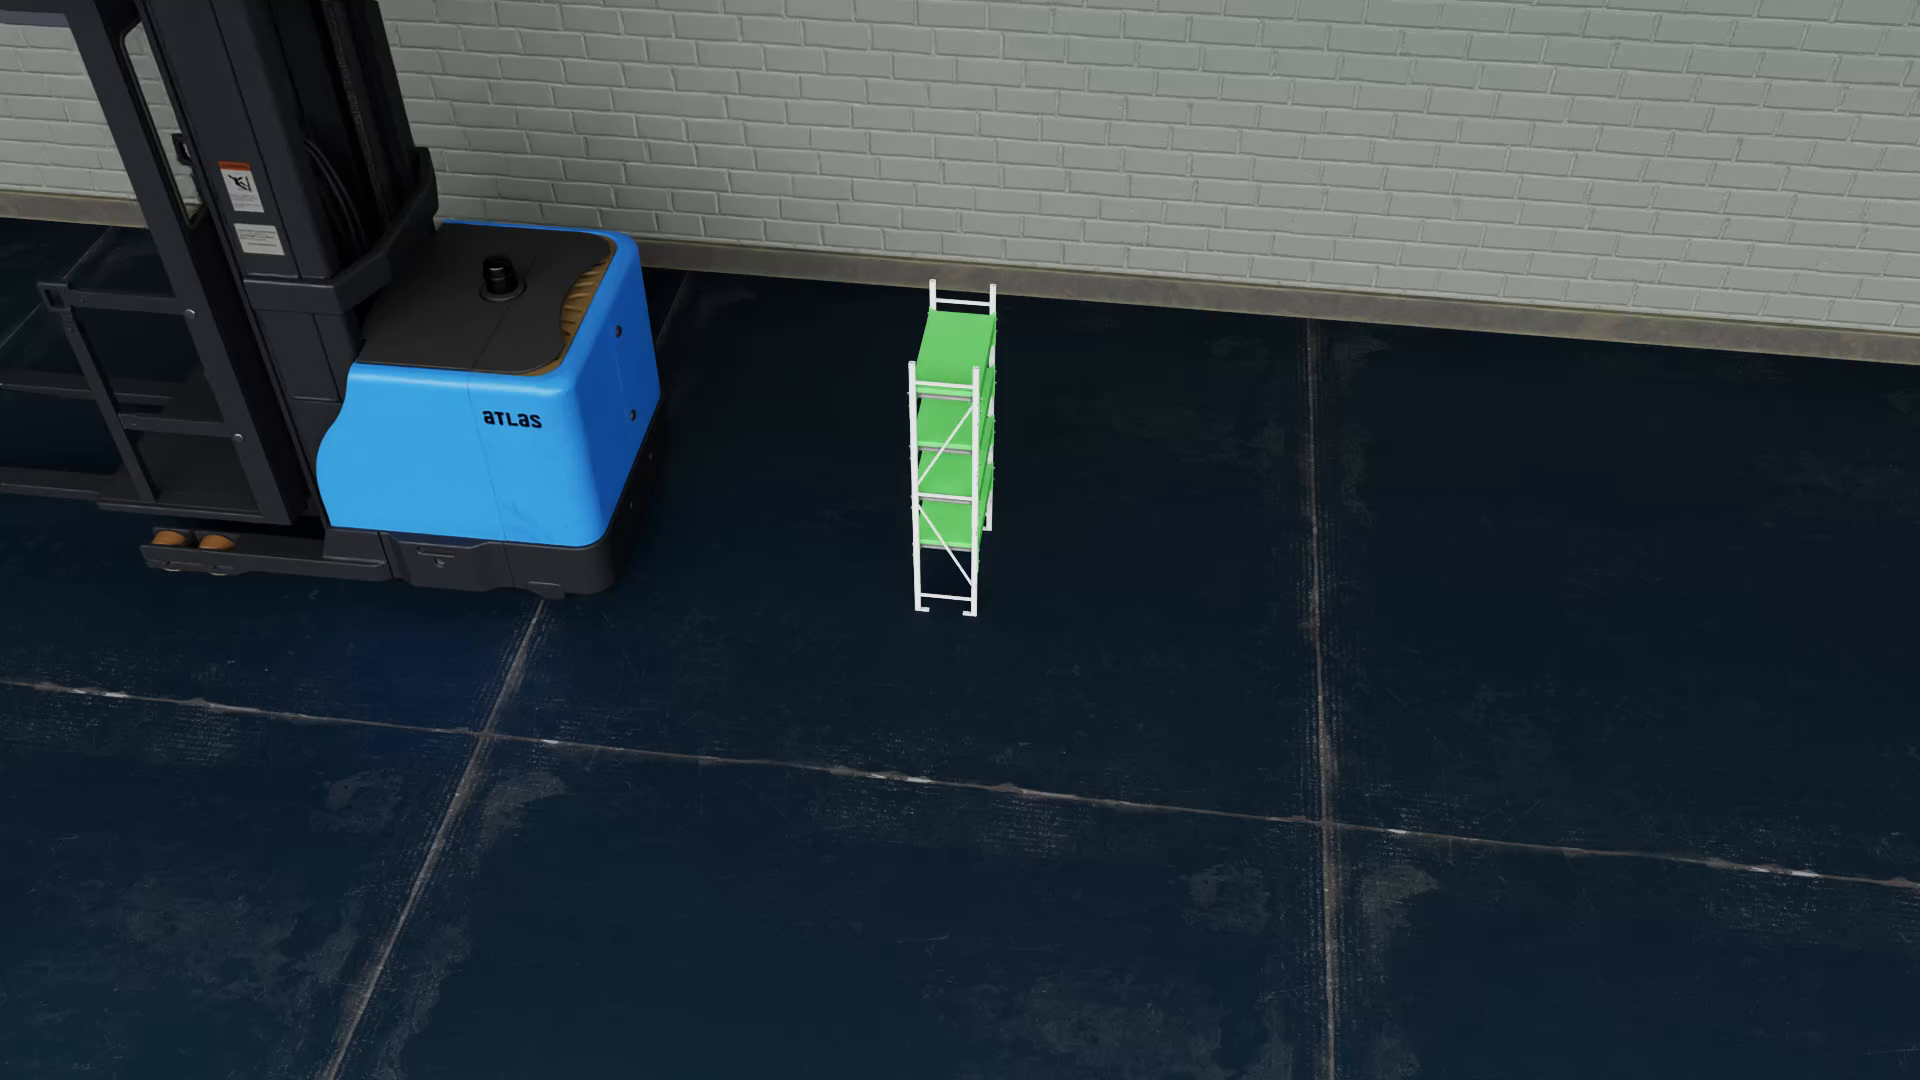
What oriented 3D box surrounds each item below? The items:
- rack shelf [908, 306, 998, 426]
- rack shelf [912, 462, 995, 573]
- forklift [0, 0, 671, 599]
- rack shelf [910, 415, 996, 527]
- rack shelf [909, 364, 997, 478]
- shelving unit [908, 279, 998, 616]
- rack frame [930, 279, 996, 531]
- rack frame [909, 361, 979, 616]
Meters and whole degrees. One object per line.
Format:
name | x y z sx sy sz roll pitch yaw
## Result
rack shelf | -0.022 -0.625 5.932 0.258 0.148 0.480 5 44 6
rack shelf | -0.022 -0.102 6.427 0.258 0.148 0.480 5 44 6
forklift | -2.789 -1.278 5.968 3.031 2.935 1.130 5 44 5
rack shelf | -0.022 -0.276 6.262 0.258 0.148 0.480 5 44 6
rack shelf | -0.022 -0.451 6.097 0.258 0.148 0.480 5 44 6
shelving unit | -0.022 -0.323 6.218 0.258 1.200 0.503 5 44 6
rack frame | 0.010 -0.489 6.394 0.240 1.200 0.015 5 44 6
rack frame | -0.054 -0.157 6.043 0.240 1.200 0.015 5 44 6
